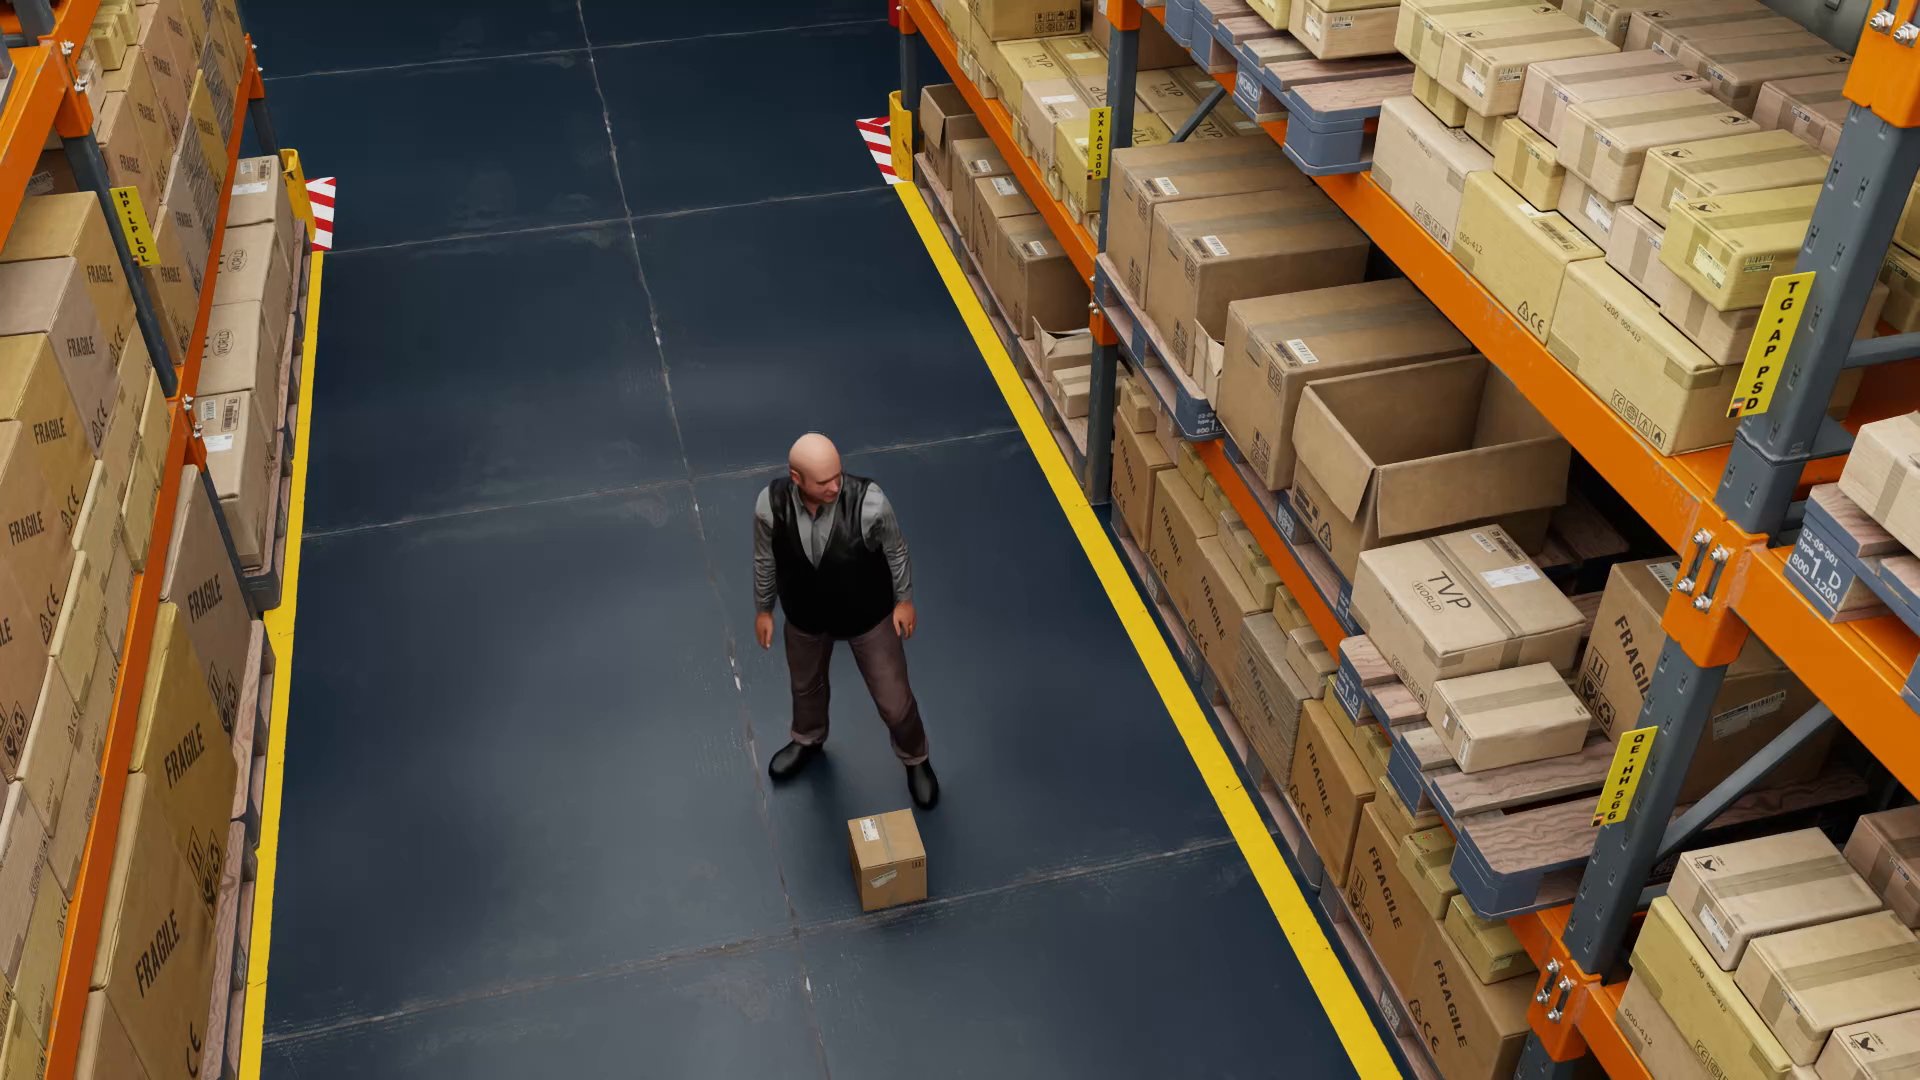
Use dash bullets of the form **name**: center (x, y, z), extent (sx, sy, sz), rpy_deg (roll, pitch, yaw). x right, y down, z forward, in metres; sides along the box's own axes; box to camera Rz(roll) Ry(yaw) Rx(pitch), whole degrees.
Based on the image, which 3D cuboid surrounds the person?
- **person**: center (-0.431, 0.297, 6.335), extent (0.719, 1.723, 0.375), rpy_deg (8, 39, 10)
